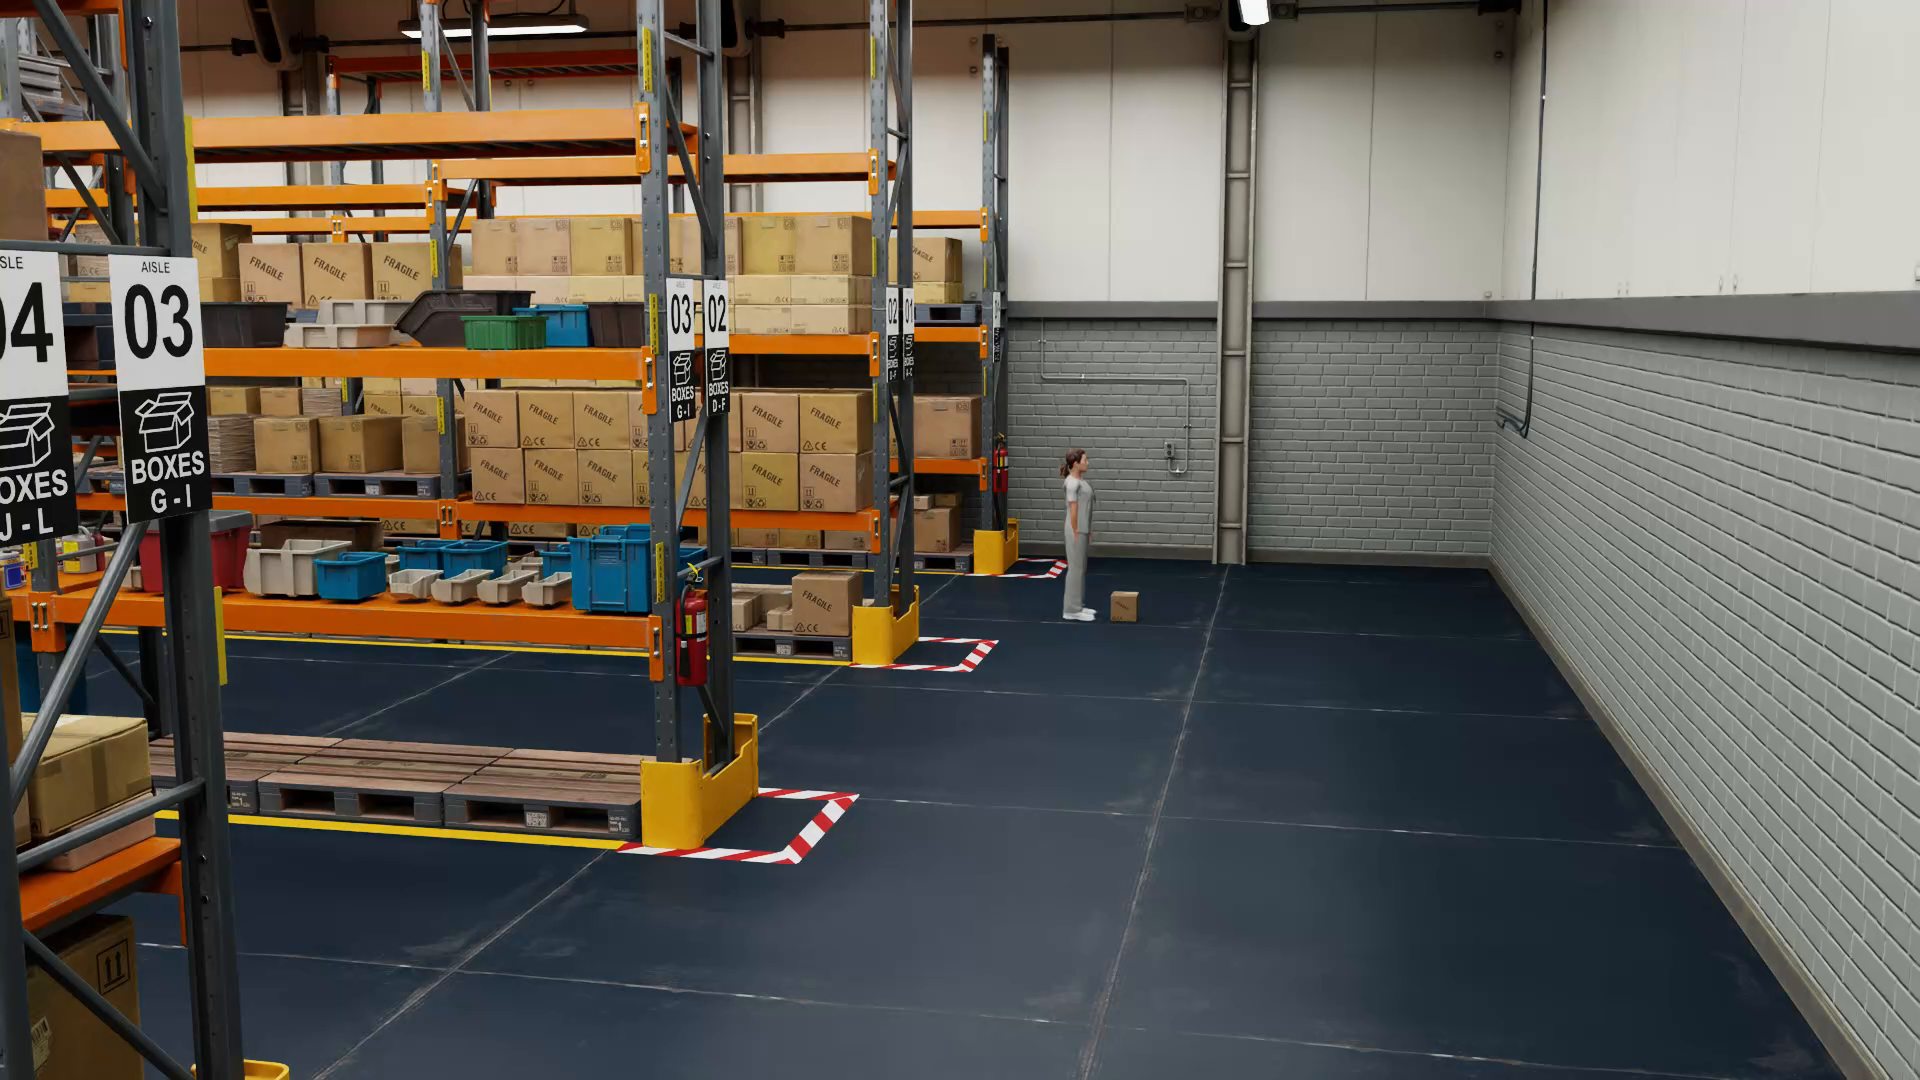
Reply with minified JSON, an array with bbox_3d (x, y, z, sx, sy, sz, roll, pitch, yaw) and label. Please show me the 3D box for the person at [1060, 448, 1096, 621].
[{"bbox_3d":[1.156,-0.065,16.301,0.380,1.675,0.439,2,8,12],"label":"person"}]
